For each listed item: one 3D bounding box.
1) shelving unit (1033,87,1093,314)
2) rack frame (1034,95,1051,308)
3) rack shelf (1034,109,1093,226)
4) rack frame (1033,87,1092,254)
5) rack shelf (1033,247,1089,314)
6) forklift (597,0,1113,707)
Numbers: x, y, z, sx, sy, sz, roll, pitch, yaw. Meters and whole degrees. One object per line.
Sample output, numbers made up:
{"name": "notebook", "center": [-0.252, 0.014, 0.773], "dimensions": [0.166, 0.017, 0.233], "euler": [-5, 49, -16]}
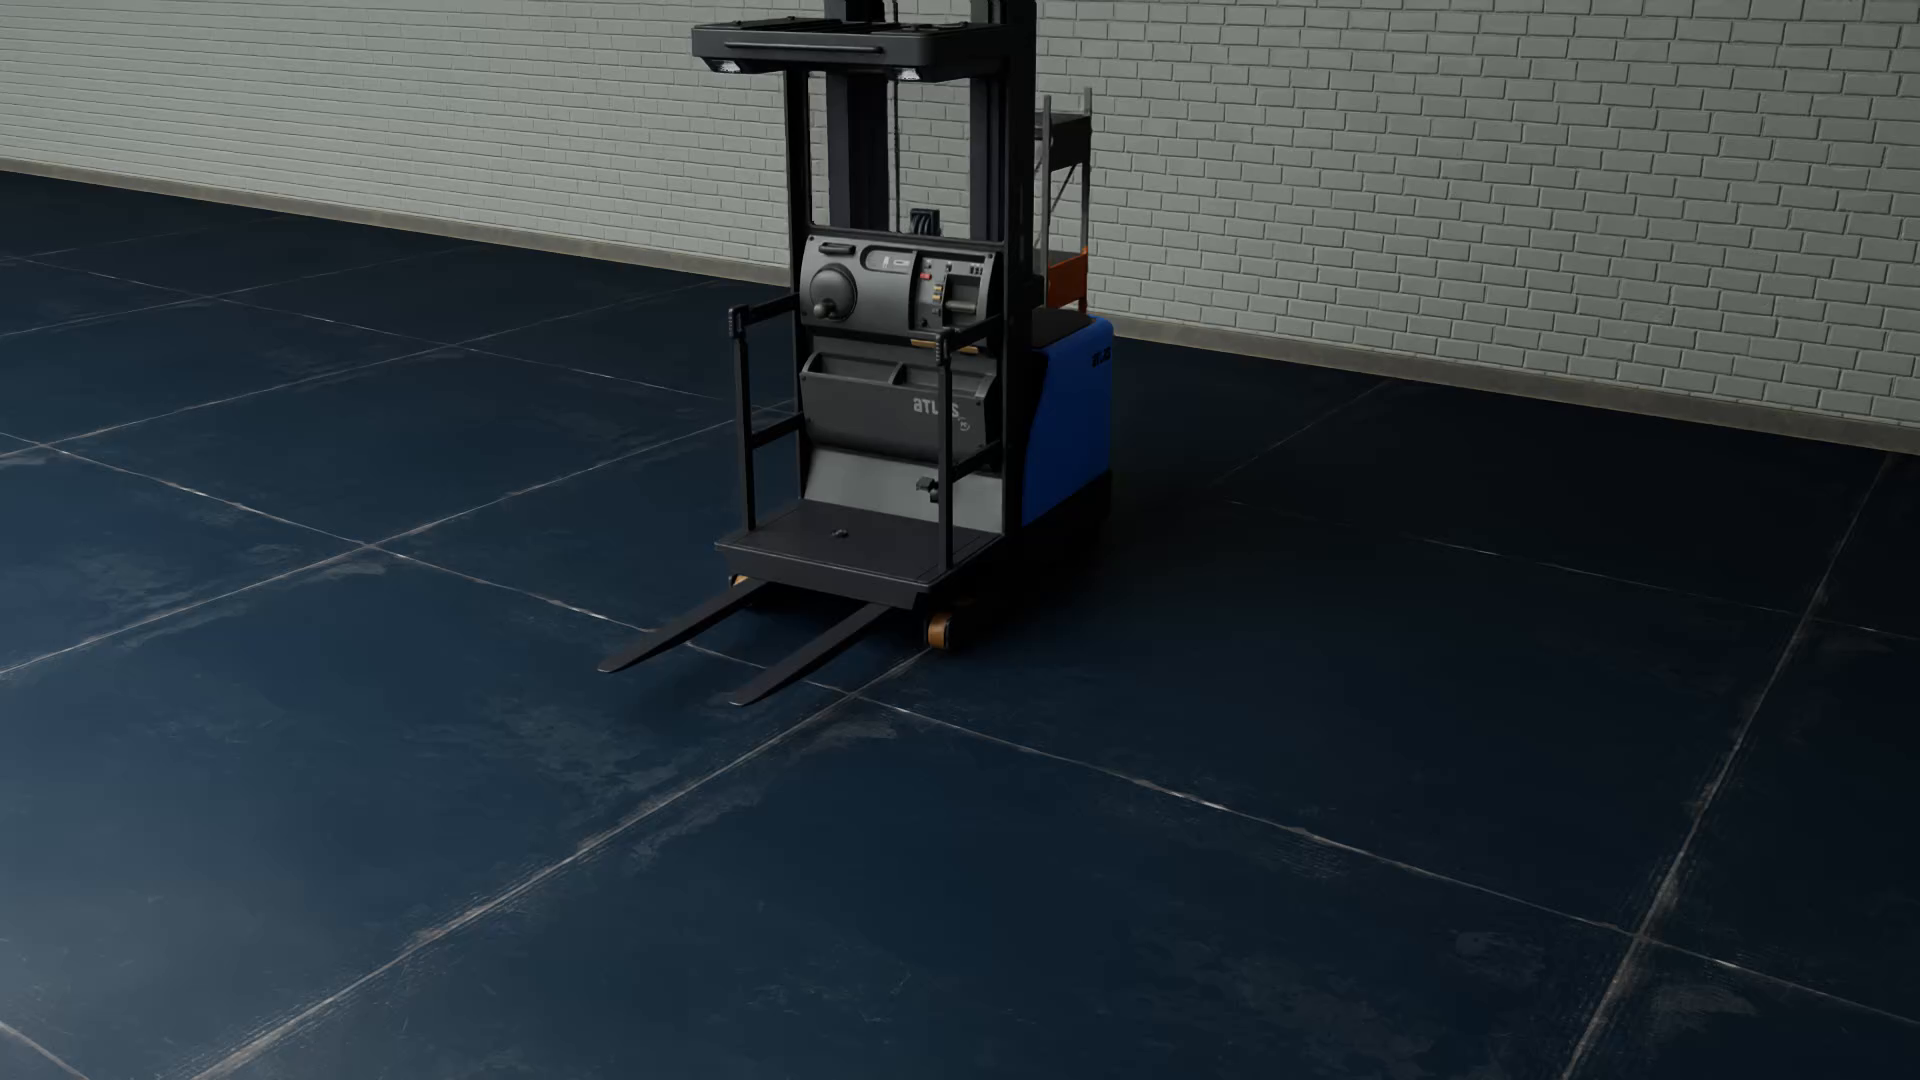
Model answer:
{"name": "shelving unit", "center": [0.372, -1.257, 8.636], "dimensions": [0.431, 2.100, 0.503], "euler": [10, 23, 26]}
{"name": "rack frame", "center": [0.258, -1.182, 8.434], "dimensions": [0.400, 2.100, 0.015], "euler": [10, 23, 26]}
{"name": "rack shelf", "center": [0.372, -1.900, 8.398], "dimensions": [0.431, 0.518, 0.480], "euler": [10, 23, 26]}
{"name": "rack frame", "center": [0.486, -1.331, 8.838], "dimensions": [0.400, 2.100, 0.015], "euler": [10, 23, 26]}
{"name": "rack shelf", "center": [0.372, -1.244, 8.640], "dimensions": [0.431, 0.518, 0.480], "euler": [10, 23, 26]}
{"name": "forklift", "center": [-0.373, -1.085, 6.972], "dimensions": [1.130, 2.935, 3.031], "euler": [10, 23, 26]}
